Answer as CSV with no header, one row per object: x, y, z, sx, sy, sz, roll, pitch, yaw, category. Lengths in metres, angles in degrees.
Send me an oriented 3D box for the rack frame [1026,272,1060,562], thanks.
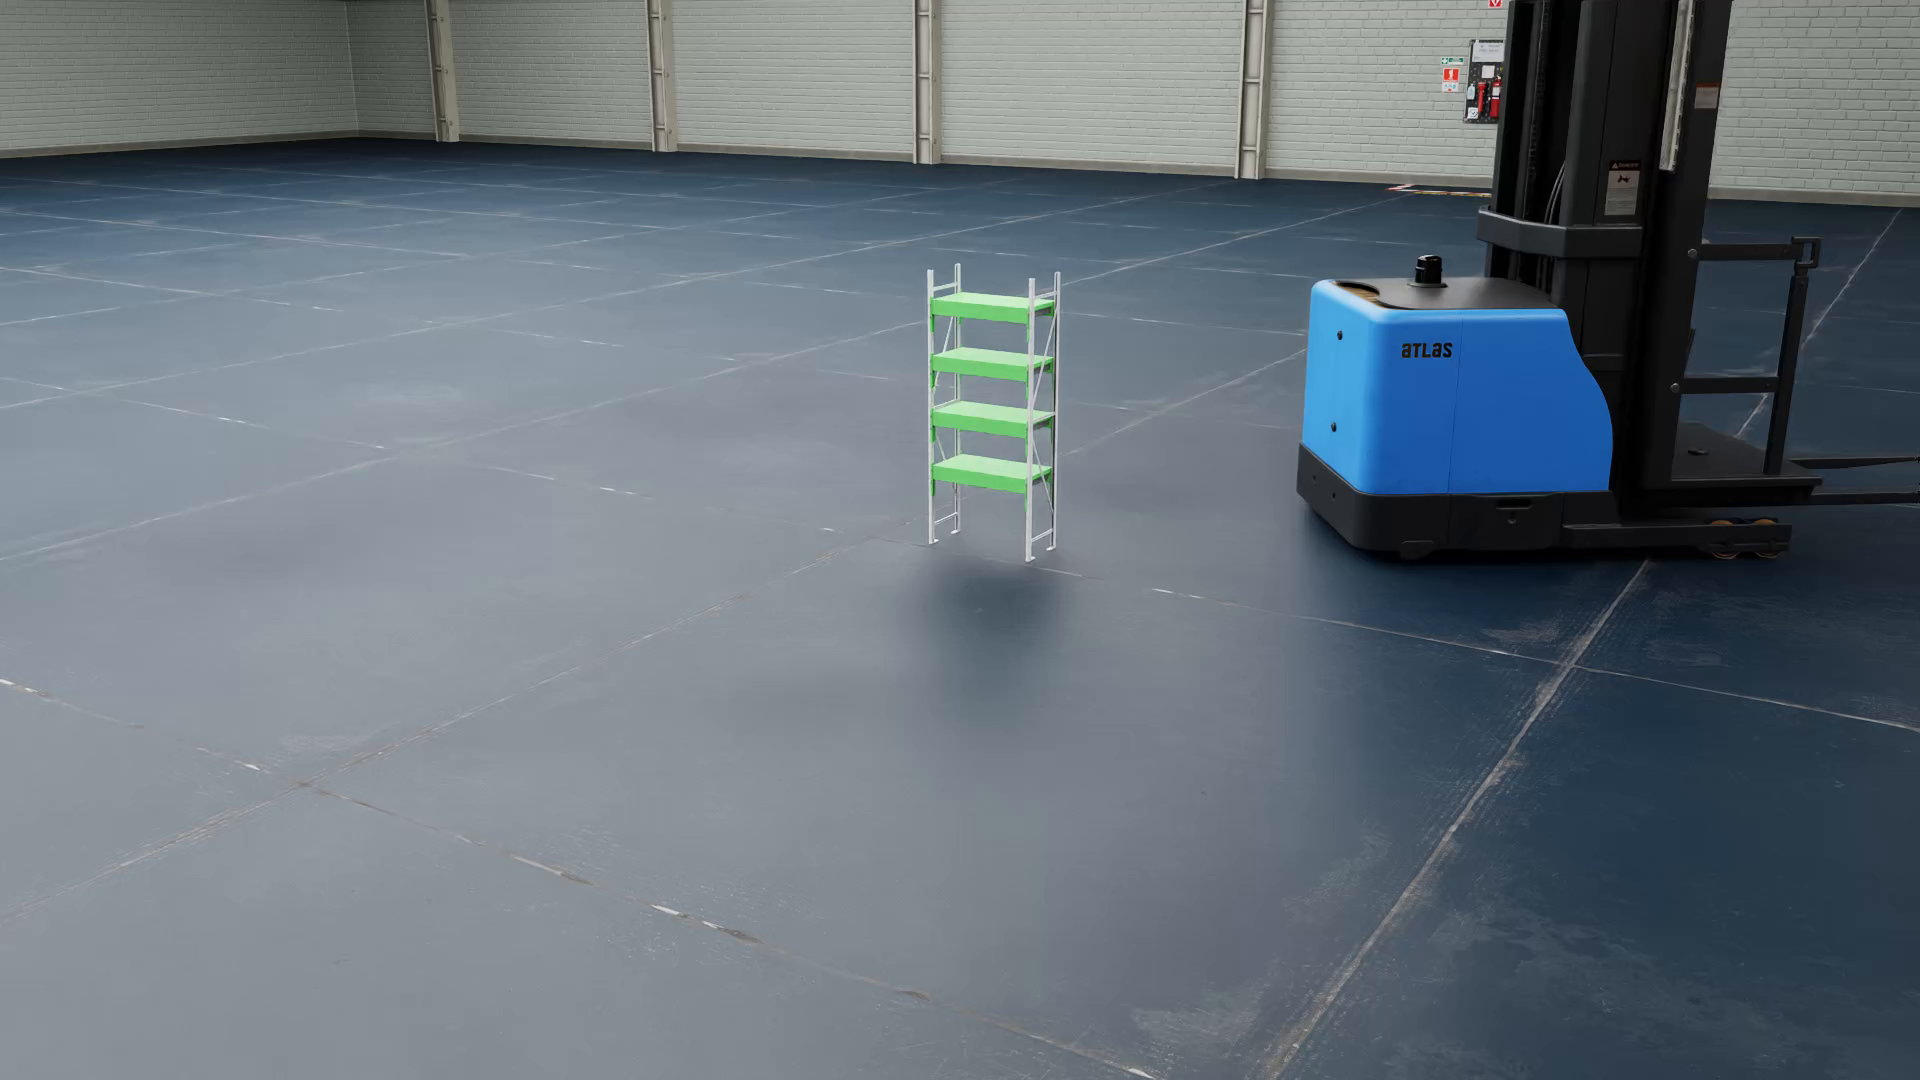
0.349,-0.512,7.002,0.015,1.200,0.240,10,20,30,rack frame

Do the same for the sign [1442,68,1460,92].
7.154,-6.709,24.245,0.234,0.329,0.001,10,20,30,sign

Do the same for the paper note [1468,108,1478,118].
7.456,-6.205,24.163,0.142,0.148,0.016,10,20,30,paper note

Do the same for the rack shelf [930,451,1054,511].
0.141,-0.258,7.212,0.480,0.148,0.258,10,20,30,rack shelf

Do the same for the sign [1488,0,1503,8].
7.616,-7.717,23.638,0.199,0.298,0.001,10,20,30,sign

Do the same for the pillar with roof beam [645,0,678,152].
-7.934,-10.739,27.253,0.400,9.000,9.100,10,20,30,pillar with roof beam

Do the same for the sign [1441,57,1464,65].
7.153,-6.960,24.159,0.331,0.109,0.001,10,20,30,sign

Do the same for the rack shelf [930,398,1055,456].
0.141,-0.488,7.142,0.480,0.148,0.258,10,20,30,rack shelf

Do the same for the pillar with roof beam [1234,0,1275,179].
2.291,-8.914,21.244,0.400,9.000,9.100,10,20,30,pillar with roof beam

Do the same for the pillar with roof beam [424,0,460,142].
-13.047,-11.652,30.257,0.400,9.000,9.100,10,20,30,pillar with roof beam

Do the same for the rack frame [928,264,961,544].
-0.067,-0.586,7.246,0.015,1.200,0.240,10,20,30,rack frame

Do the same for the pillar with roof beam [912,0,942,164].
-2.822,-9.826,24.248,0.400,9.000,9.100,10,20,30,pillar with roof beam

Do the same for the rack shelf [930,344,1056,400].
0.141,-0.717,7.073,0.480,0.148,0.258,10,20,30,rack shelf

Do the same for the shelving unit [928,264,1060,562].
0.141,-0.549,7.124,0.503,1.200,0.258,10,20,30,shelving unit

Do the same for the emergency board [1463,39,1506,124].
7.571,-6.582,23.890,0.643,1.169,0.194,10,20,30,emergency board

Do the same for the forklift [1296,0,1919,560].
3.138,-1.471,7.181,3.031,2.935,1.130,-1,17,-4,forklift

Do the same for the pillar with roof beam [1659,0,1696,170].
7.404,-8.001,18.239,0.400,9.000,9.100,10,20,30,pillar with roof beam

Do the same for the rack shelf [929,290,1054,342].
0.141,-0.947,7.003,0.480,0.148,0.258,10,20,30,rack shelf
